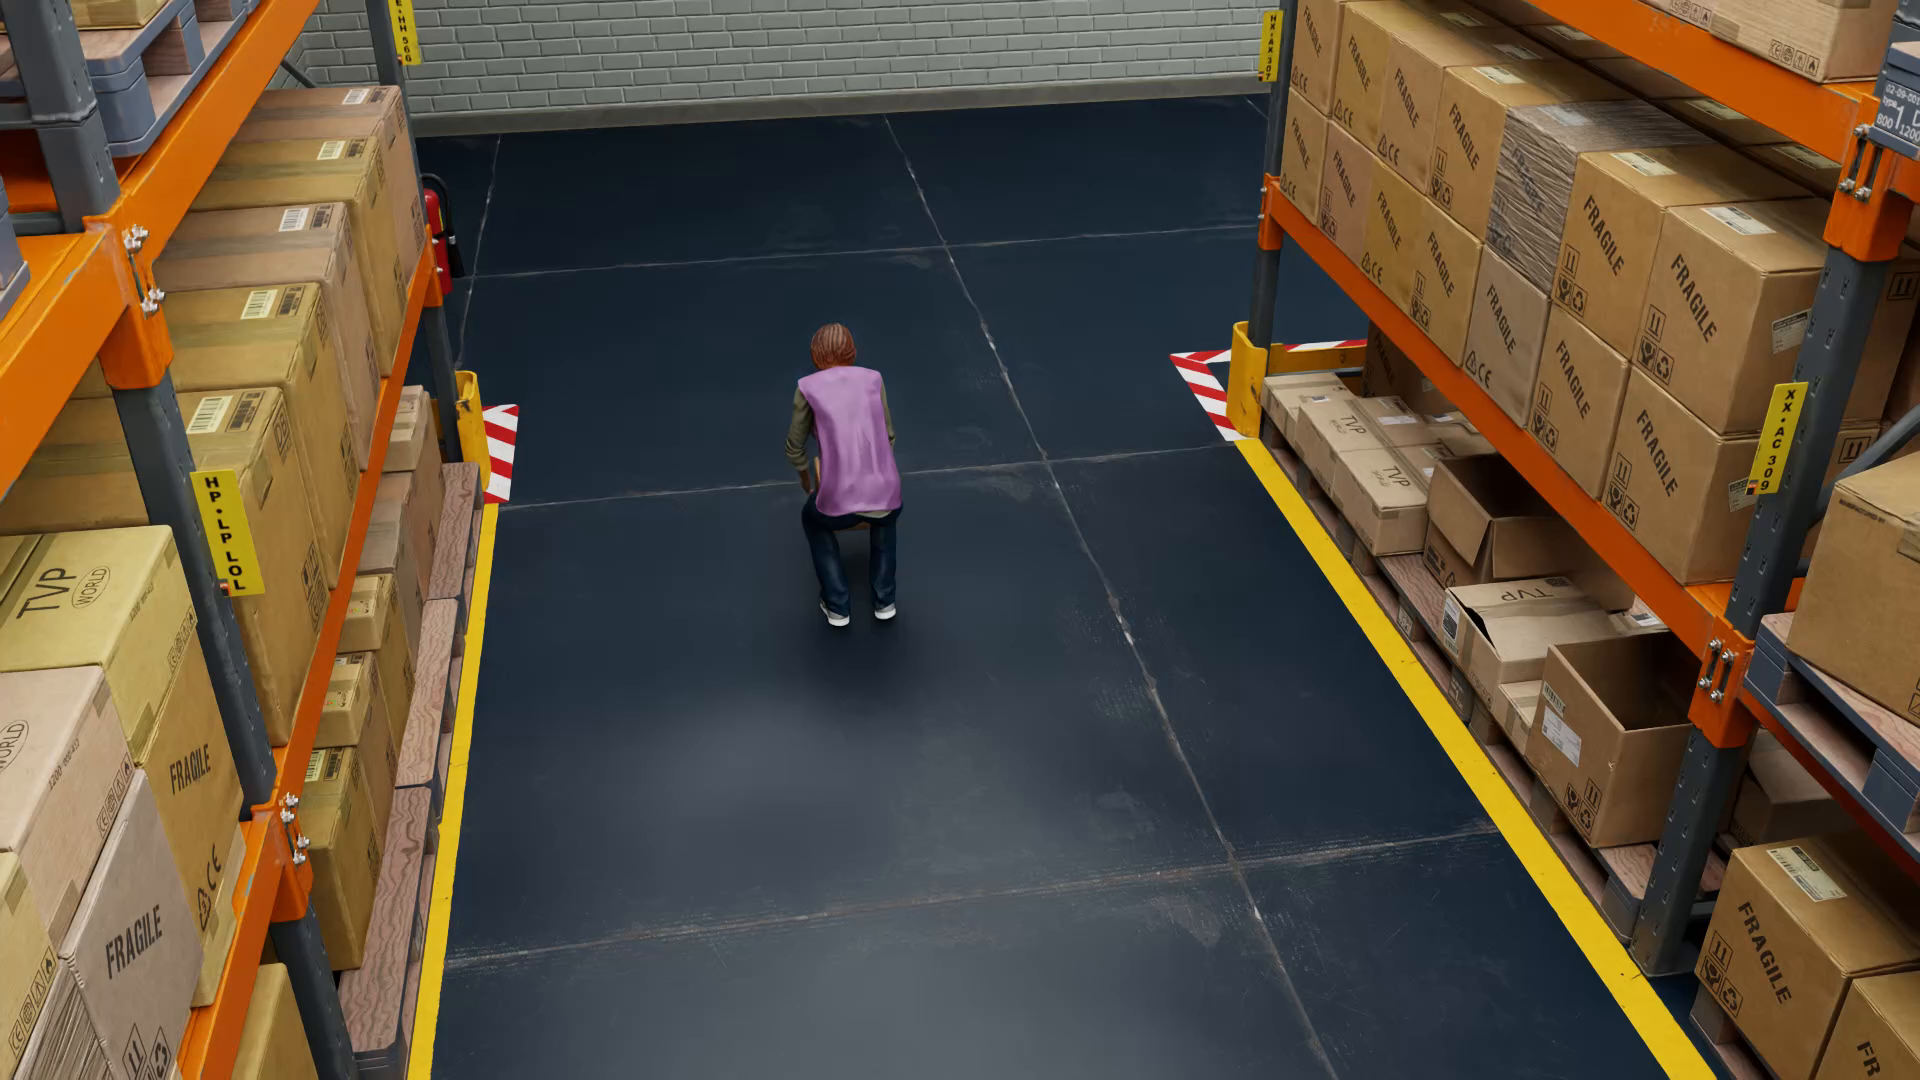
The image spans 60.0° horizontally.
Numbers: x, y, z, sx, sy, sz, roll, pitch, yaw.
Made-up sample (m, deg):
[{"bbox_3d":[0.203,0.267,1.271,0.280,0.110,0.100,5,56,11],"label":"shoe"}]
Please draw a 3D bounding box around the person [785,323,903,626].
[{"bbox_3d":[-0.476,-0.233,6.902,0.462,1.217,0.698,-5,32,-9],"label":"person"}]
